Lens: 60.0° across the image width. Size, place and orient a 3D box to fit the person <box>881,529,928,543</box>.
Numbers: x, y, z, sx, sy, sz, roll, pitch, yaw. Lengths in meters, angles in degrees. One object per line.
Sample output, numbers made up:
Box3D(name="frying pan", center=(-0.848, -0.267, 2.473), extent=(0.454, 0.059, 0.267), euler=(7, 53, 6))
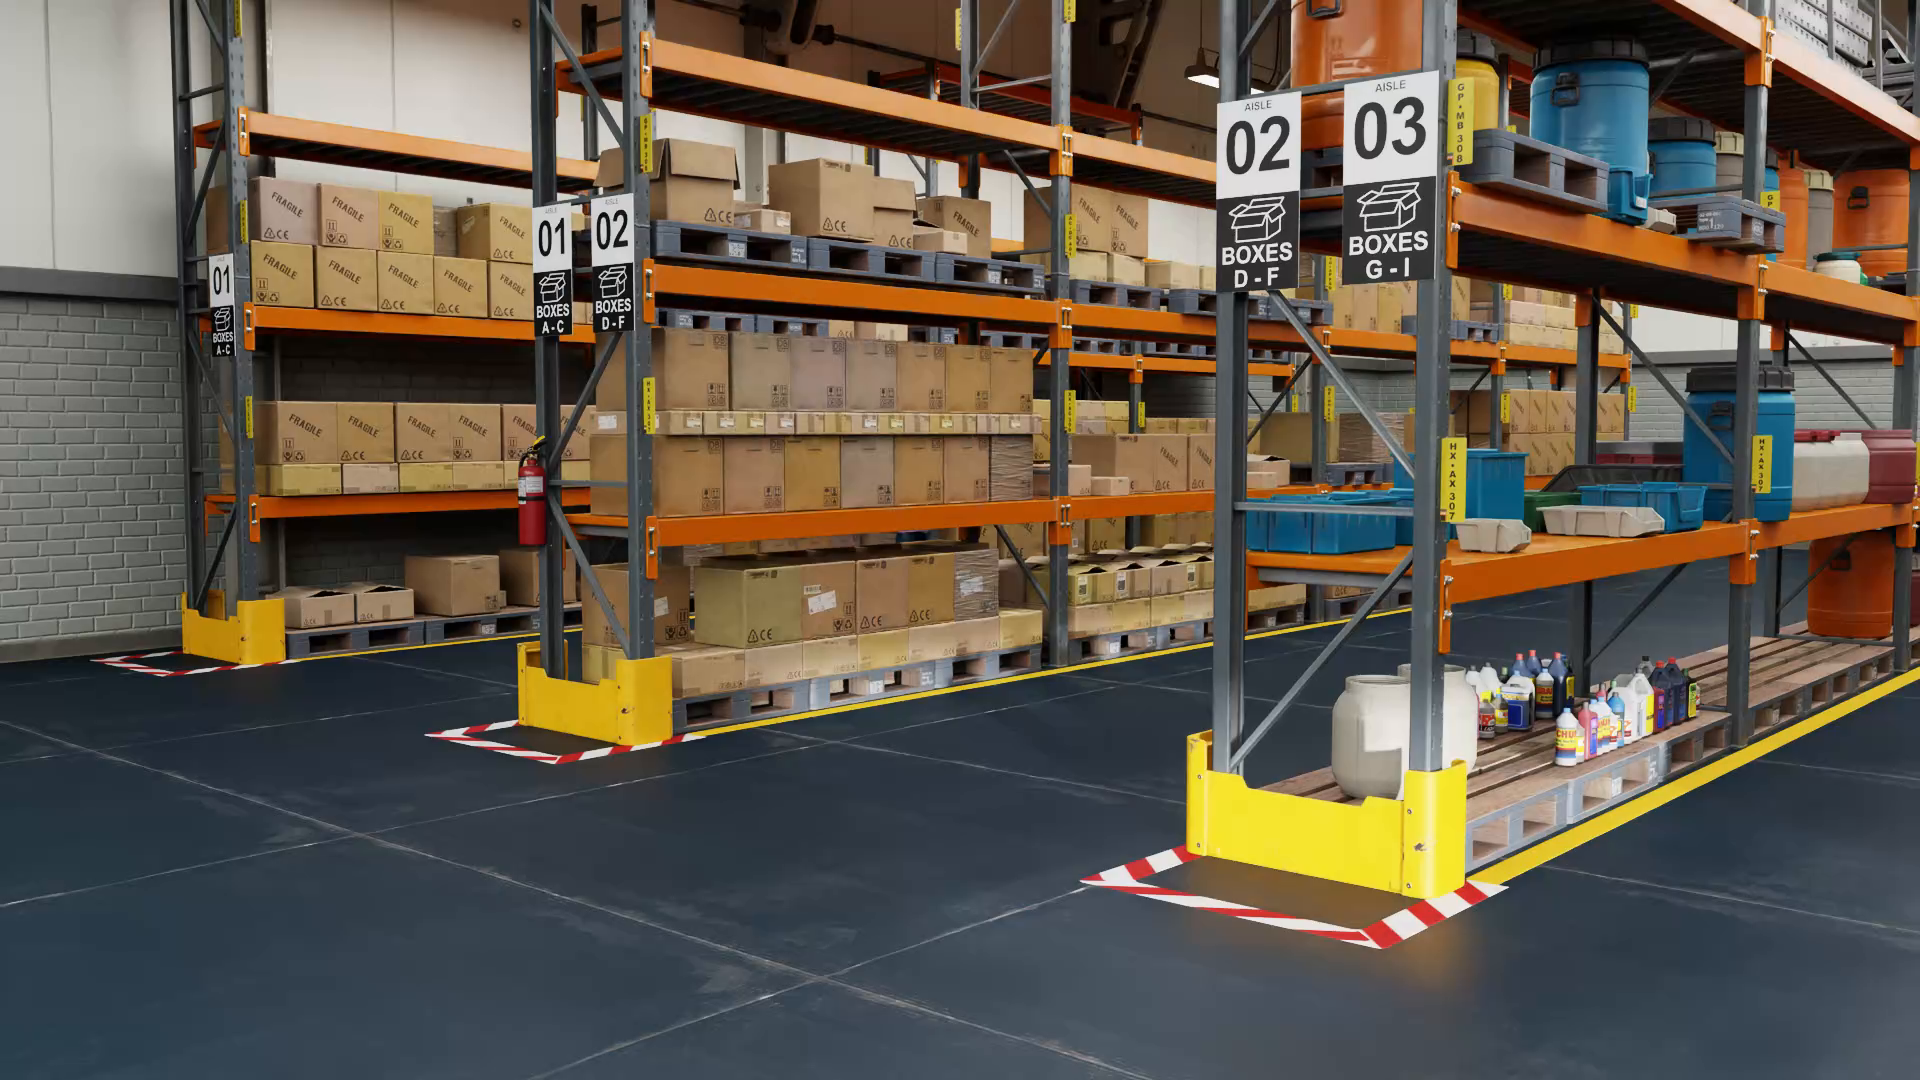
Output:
Box3D(name="person", center=(-0.565, -0.067, 16.786), extent=(0.503, 1.598, 0.375), euler=(3, 5, 40))
